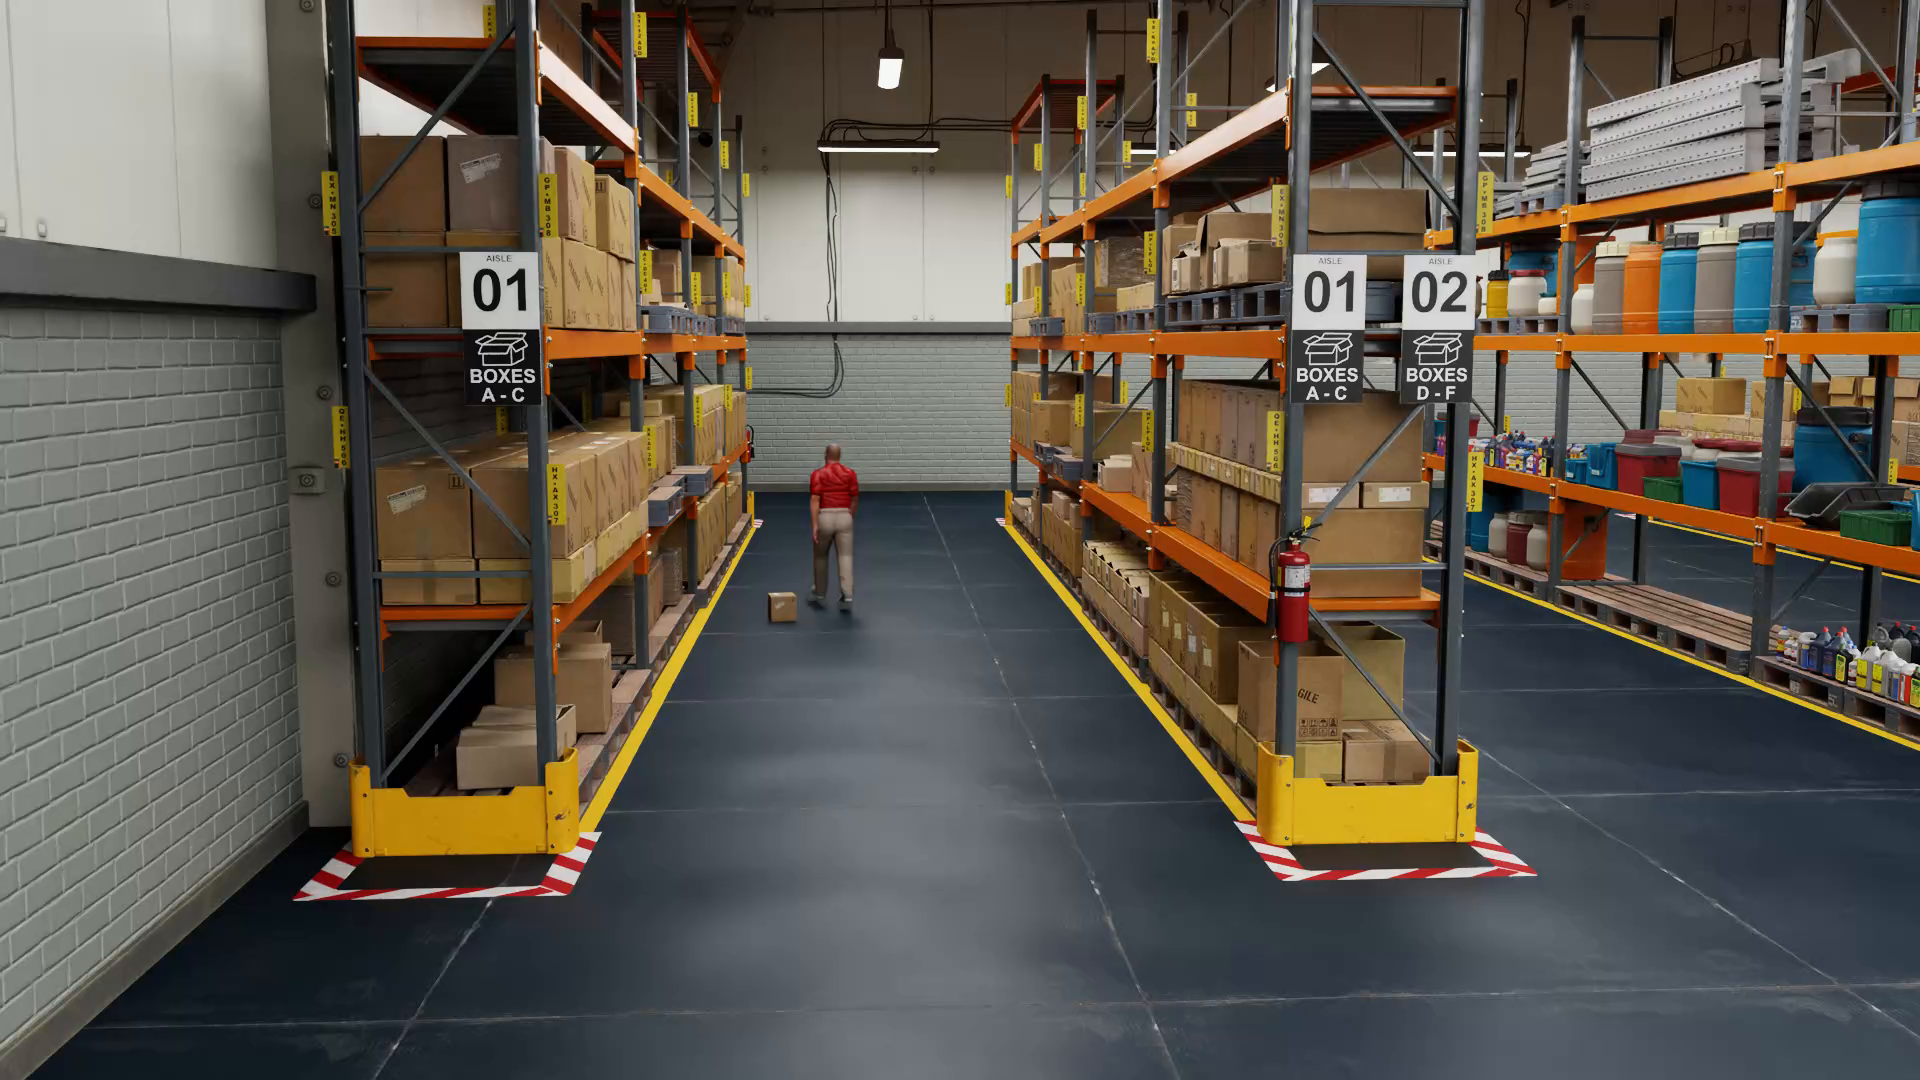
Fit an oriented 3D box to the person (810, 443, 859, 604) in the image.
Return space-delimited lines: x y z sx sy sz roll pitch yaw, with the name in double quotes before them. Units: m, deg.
"person" -1.312 -0.174 17.337 0.532 1.666 1.091 -2 7 -12
